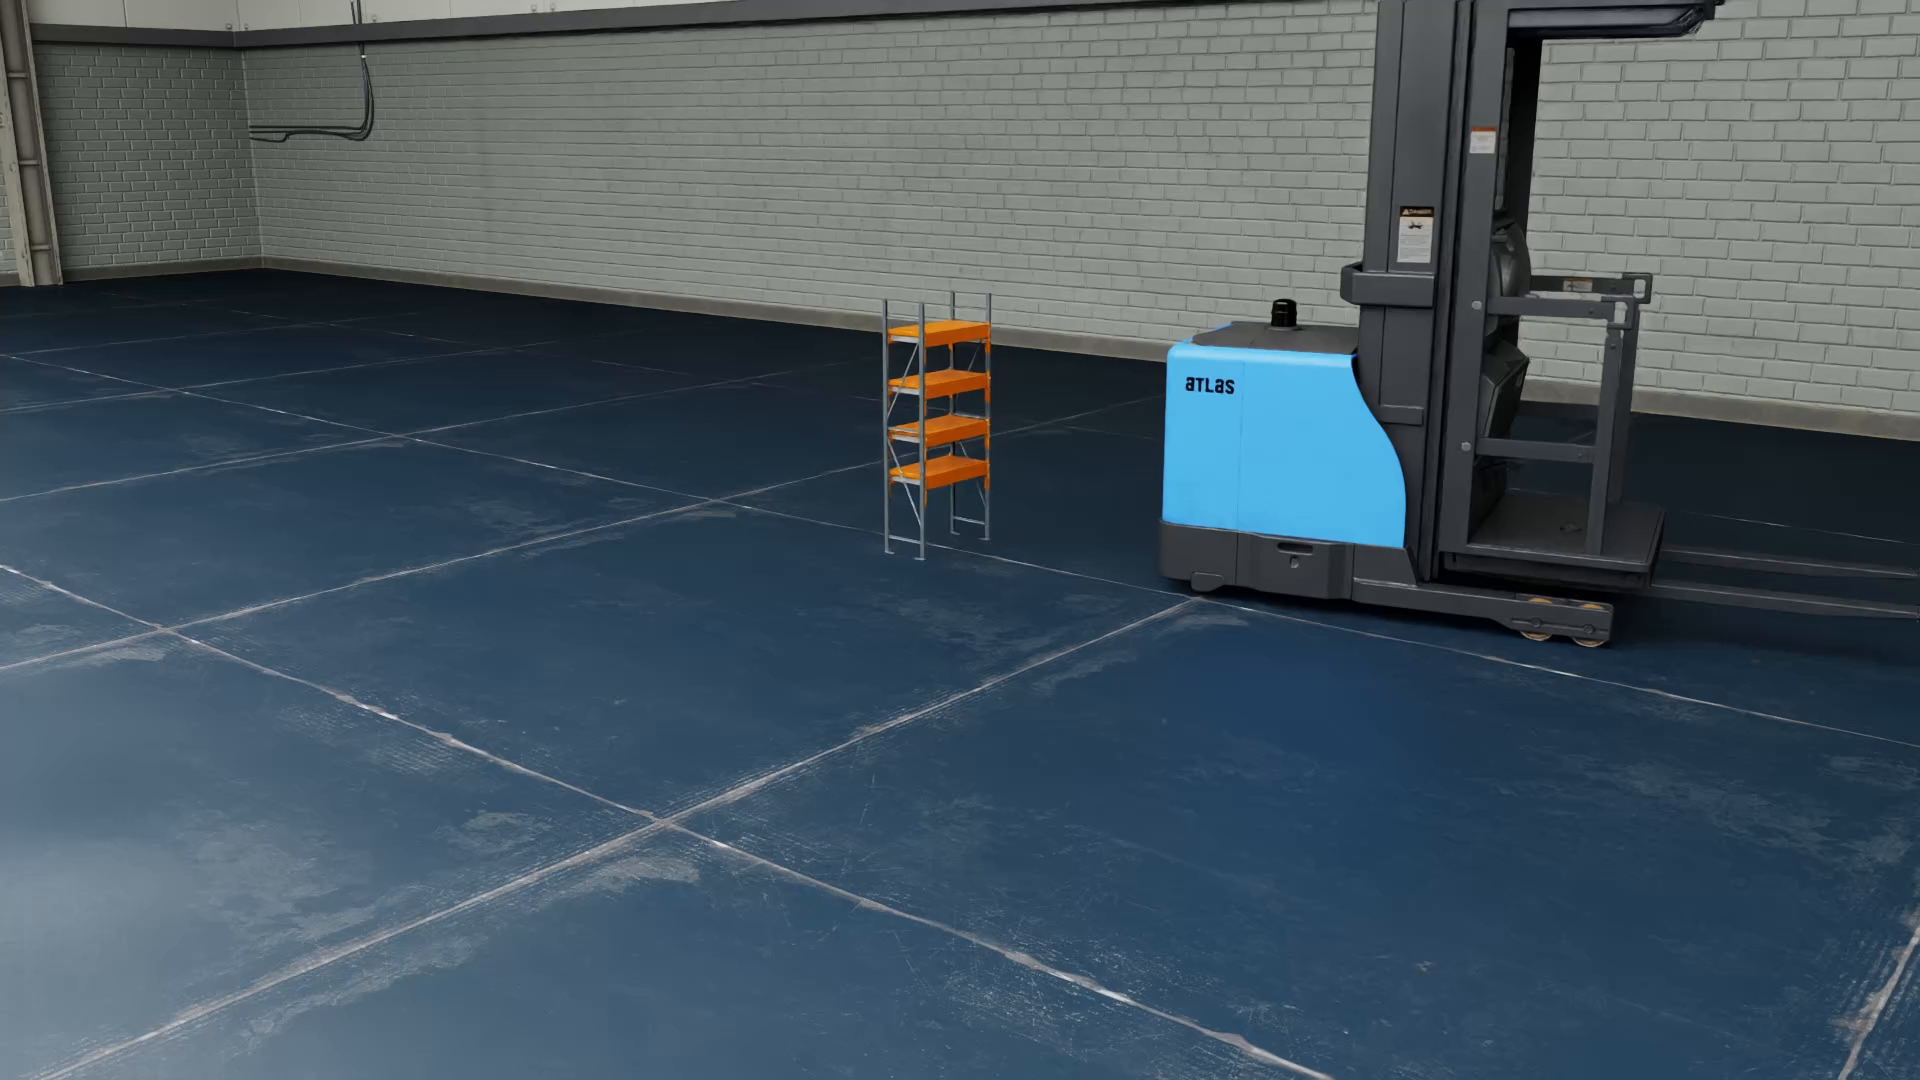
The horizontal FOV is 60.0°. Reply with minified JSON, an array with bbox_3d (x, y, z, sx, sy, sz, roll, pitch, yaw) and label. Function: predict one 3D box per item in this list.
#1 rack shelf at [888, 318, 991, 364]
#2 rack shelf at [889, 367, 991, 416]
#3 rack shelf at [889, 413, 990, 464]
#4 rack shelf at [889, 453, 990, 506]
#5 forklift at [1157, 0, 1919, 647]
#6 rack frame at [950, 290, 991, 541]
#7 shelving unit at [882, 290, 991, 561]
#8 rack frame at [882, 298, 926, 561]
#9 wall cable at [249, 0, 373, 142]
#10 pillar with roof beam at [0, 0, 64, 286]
[{"bbox_3d":[-0.104,-0.931,7.754,0.258,0.148,0.480,11,18,38],"label":"rack shelf"},{"bbox_3d":[-0.104,-0.701,7.812,0.258,0.148,0.480,11,18,38],"label":"rack shelf"},{"bbox_3d":[-0.104,-0.485,7.867,0.258,0.148,0.480,11,18,38],"label":"rack shelf"},{"bbox_3d":[-0.104,-0.292,7.916,0.258,0.148,0.480,11,18,38],"label":"rack shelf"},{"bbox_3d":[2.421,-1.152,6.704,3.031,2.935,1.130,7,16,24],"label":"forklift"},{"bbox_3d":[0.049,-0.597,8.034,0.240,1.200,0.015,11,18,38],"label":"rack frame"},{"bbox_3d":[-0.104,-0.550,7.850,0.258,1.200,0.503,11,18,38],"label":"shelving unit"},{"bbox_3d":[-0.257,-0.503,7.666,0.240,1.200,0.015,11,18,38],"label":"rack frame"},{"bbox_3d":[-8.471,-6.374,21.244,3.097,2.526,0.112,11,18,38],"label":"wall cable"},{"bbox_3d":[-8.002,-6.853,16.824,9.100,9.000,0.400,11,18,38],"label":"pillar with roof beam"}]
